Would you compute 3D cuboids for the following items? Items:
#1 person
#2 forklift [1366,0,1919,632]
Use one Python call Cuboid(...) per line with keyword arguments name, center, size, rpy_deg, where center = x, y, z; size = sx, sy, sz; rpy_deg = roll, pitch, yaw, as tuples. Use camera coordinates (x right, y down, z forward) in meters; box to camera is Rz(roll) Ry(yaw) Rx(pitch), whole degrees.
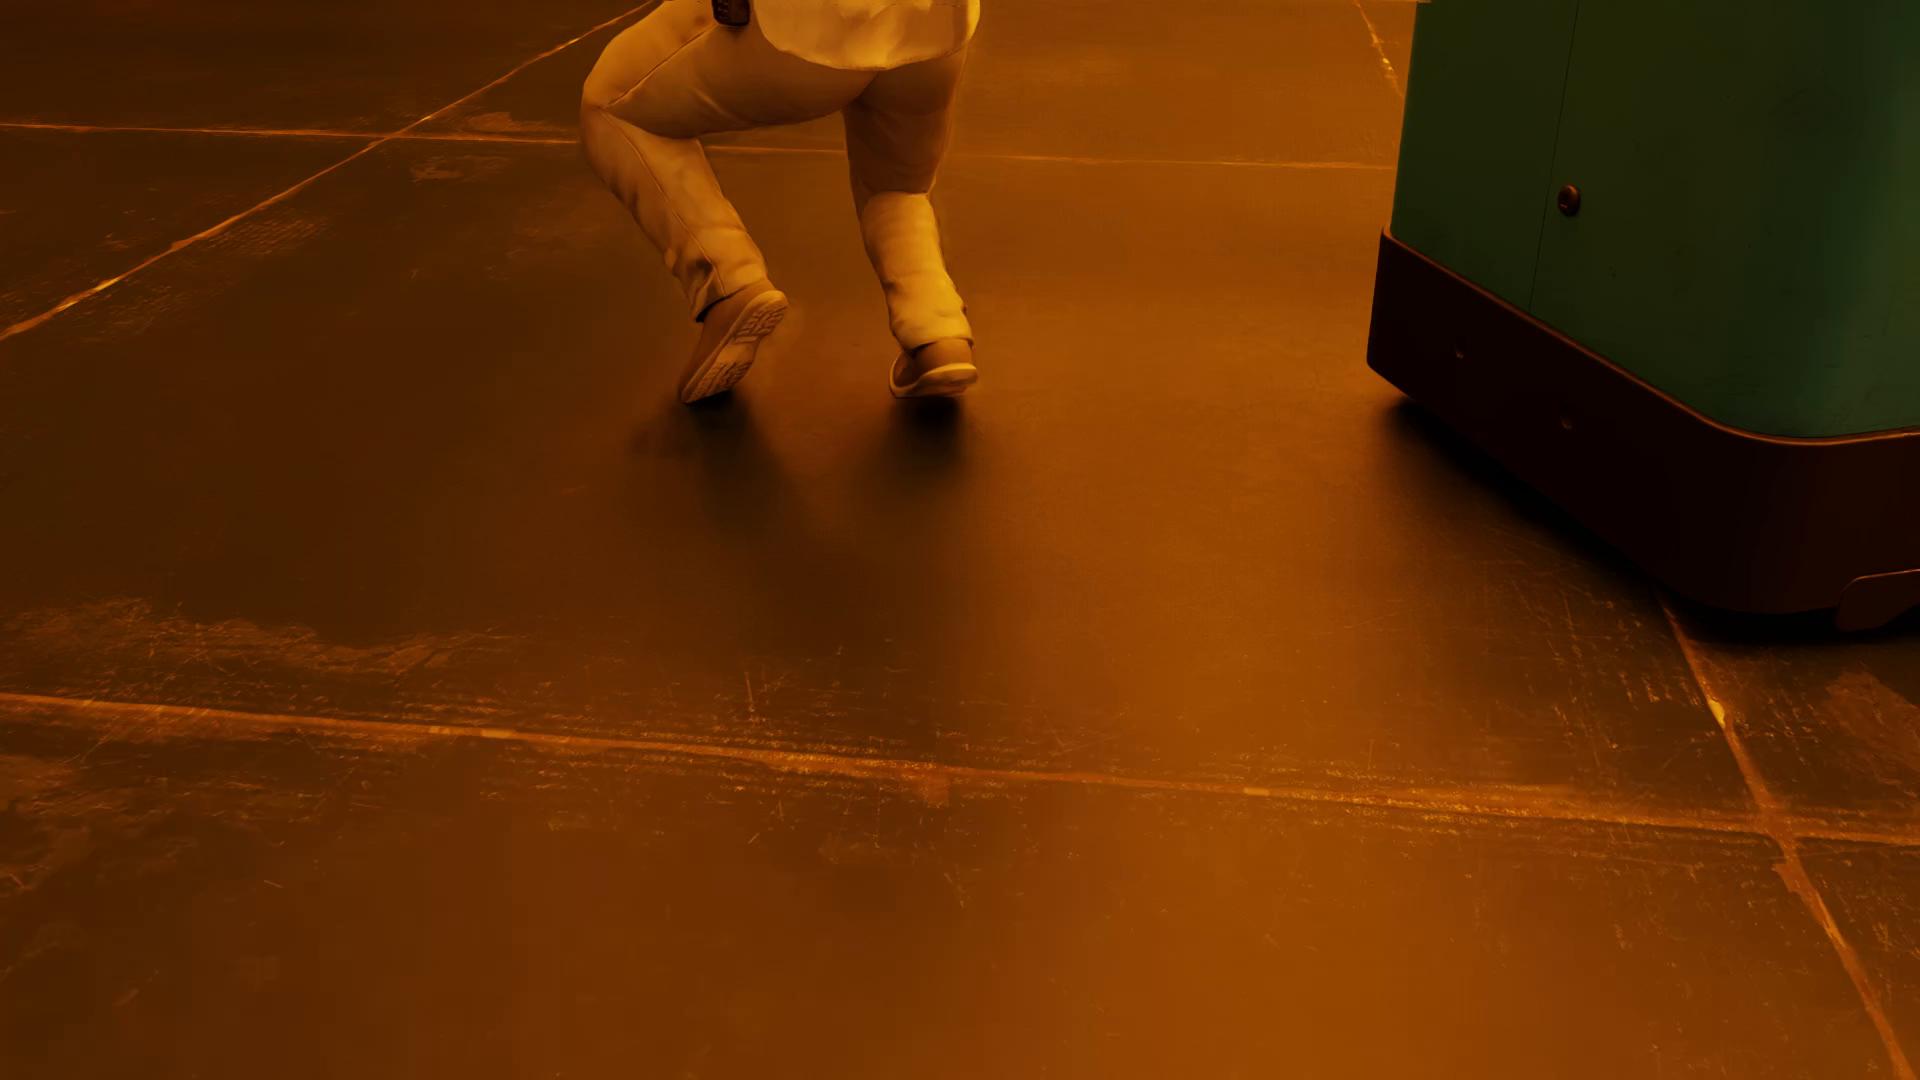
Cuboid(name="person", center=(-0.366, -0.908, 2.612), size=(1.011, 1.577, 0.777), rpy_deg=(-17, 31, -31))
Cuboid(name="forklift", center=(2.301, -1.536, 2.295), size=(3.031, 2.935, 1.130), rpy_deg=(-7, 27, -13))
